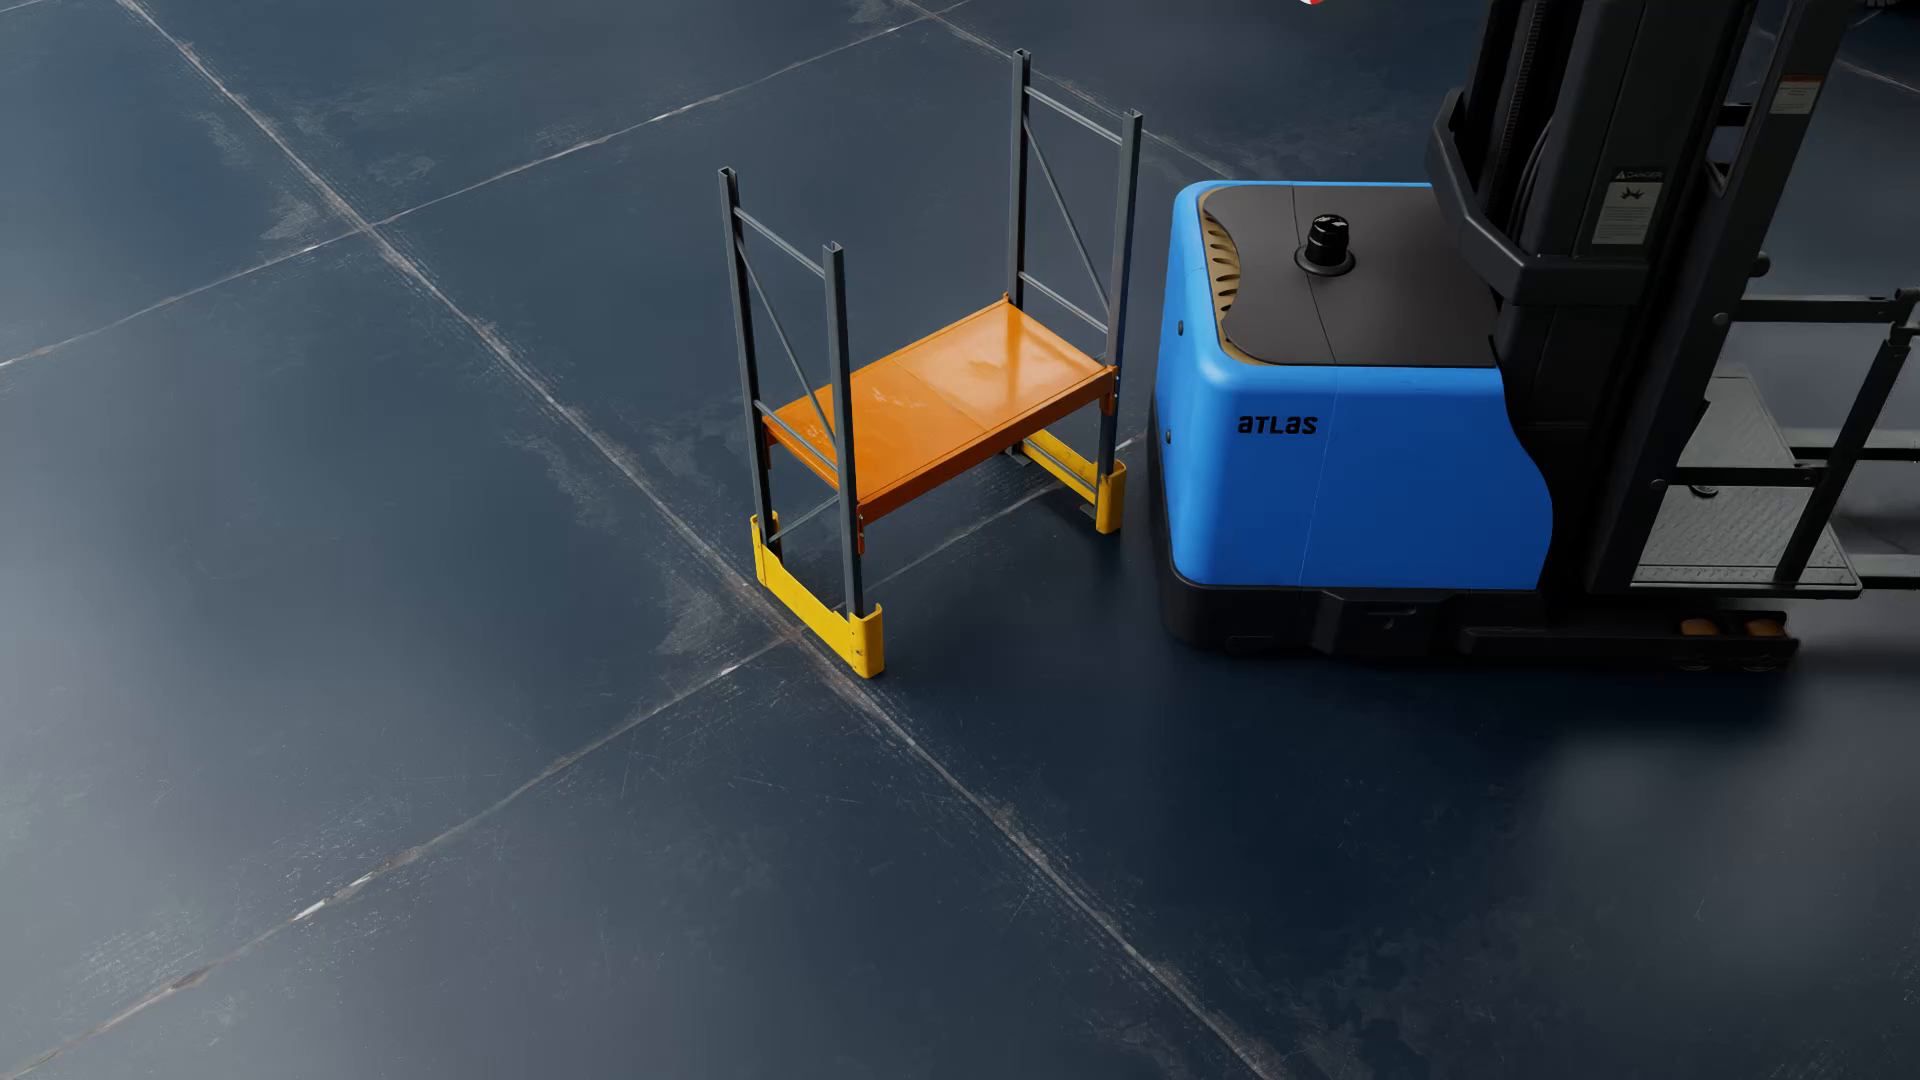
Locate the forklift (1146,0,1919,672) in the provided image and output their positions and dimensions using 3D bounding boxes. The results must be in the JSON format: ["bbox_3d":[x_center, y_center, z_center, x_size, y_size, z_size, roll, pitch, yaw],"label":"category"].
[{"bbox_3d":[2.147,-1.039,4.439,3.031,2.935,1.130,1,43,1],"label":"forklift"}]

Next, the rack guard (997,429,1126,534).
[{"bbox_3d":[0.324,-0.276,5.585,0.087,0.250,0.587,-30,51,-28],"label":"rack guard"}]

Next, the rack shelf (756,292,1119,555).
[{"bbox_3d":[-0.065,-0.378,5.043,1.000,0.185,0.538,-30,51,-28],"label":"rack shelf"}]

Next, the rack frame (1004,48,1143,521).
[{"bbox_3d":[0.324,-0.733,5.157,0.032,1.500,0.500,-30,51,-28],"label":"rack frame"}]

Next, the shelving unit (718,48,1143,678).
[{"bbox_3d":[-0.058,-0.513,4.924,1.083,1.500,0.587,-30,51,-28],"label":"shelving unit"}]

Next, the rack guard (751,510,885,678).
[{"bbox_3d":[-0.440,0.161,5.119,0.087,0.250,0.587,-30,51,-28],"label":"rack guard"}]

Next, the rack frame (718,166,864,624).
[{"bbox_3d":[-0.455,-0.286,4.682,0.032,1.500,0.500,-30,51,-28],"label":"rack frame"}]
